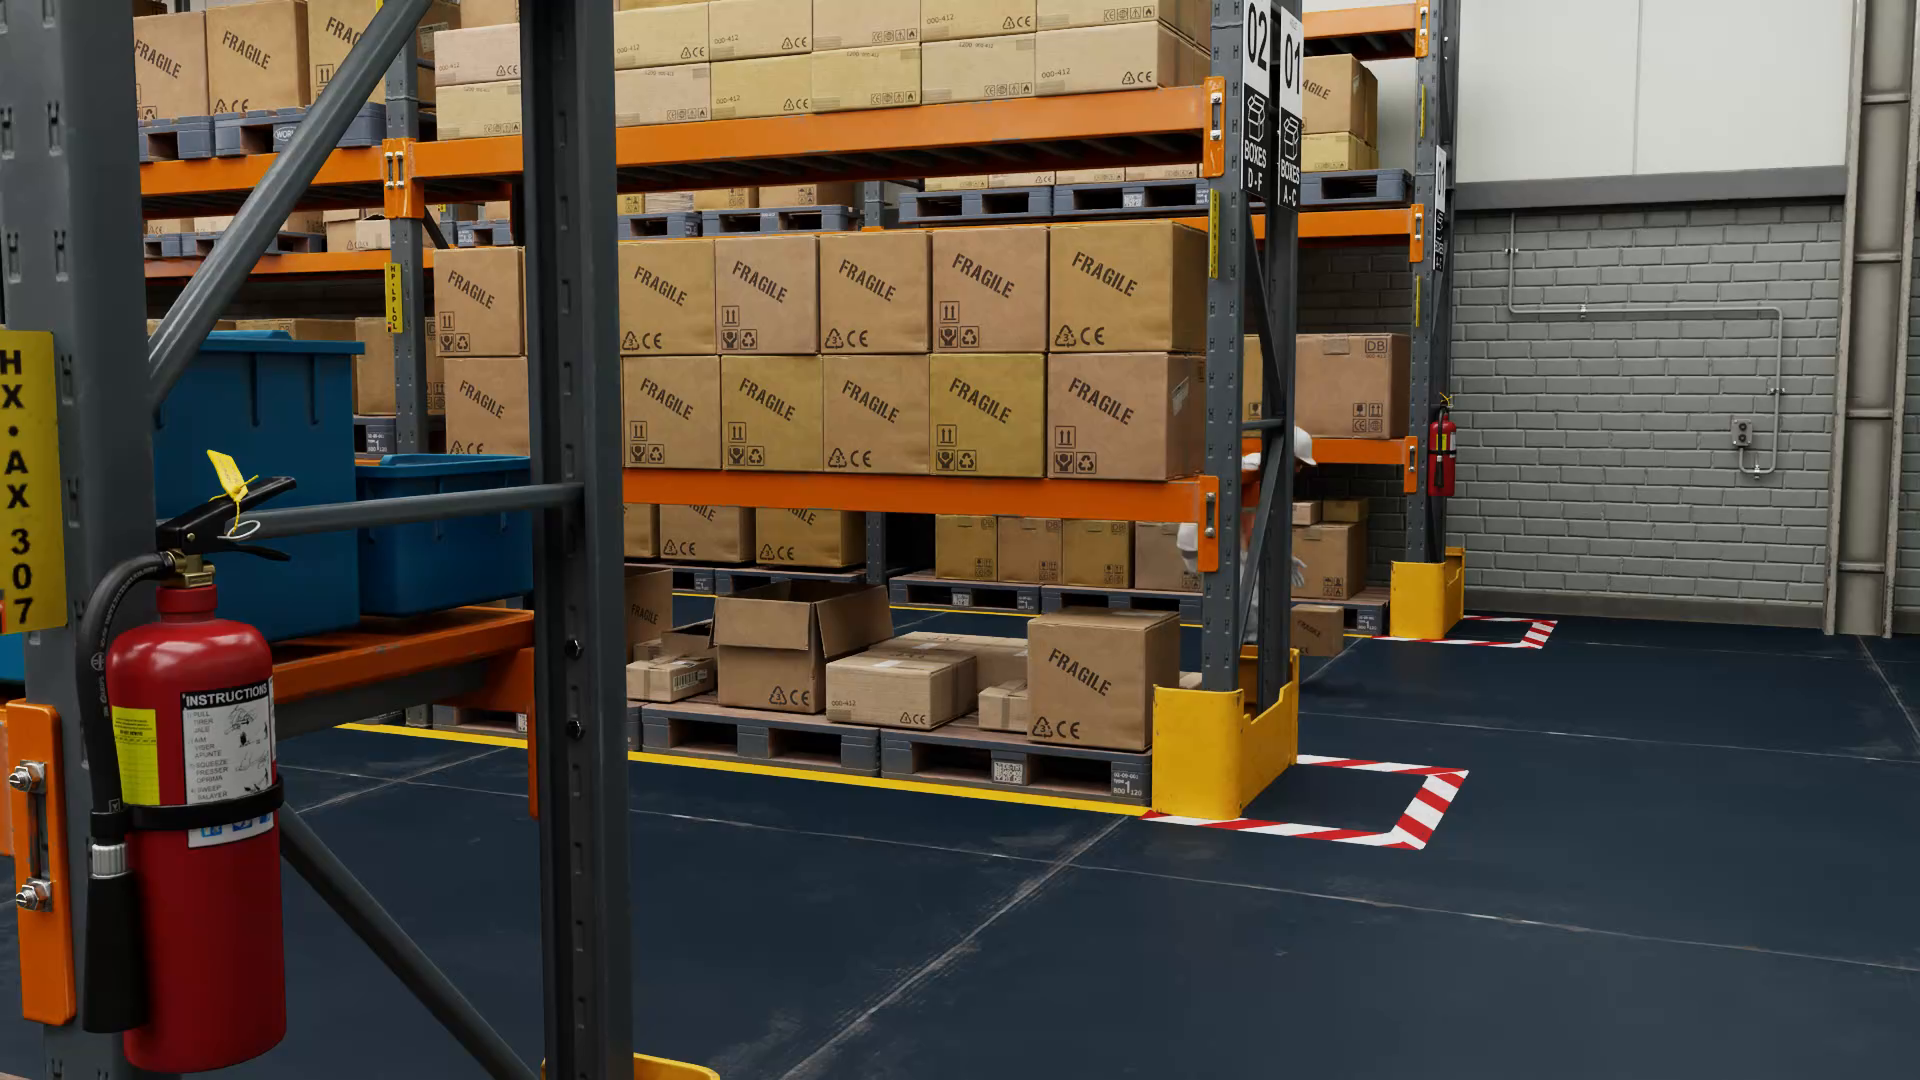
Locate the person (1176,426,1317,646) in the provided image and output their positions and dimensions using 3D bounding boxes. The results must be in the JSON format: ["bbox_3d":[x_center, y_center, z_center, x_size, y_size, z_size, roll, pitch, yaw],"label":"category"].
[{"bbox_3d":[1.601,0.085,9.276,0.749,1.443,0.583,2,6,24],"label":"person"}]
